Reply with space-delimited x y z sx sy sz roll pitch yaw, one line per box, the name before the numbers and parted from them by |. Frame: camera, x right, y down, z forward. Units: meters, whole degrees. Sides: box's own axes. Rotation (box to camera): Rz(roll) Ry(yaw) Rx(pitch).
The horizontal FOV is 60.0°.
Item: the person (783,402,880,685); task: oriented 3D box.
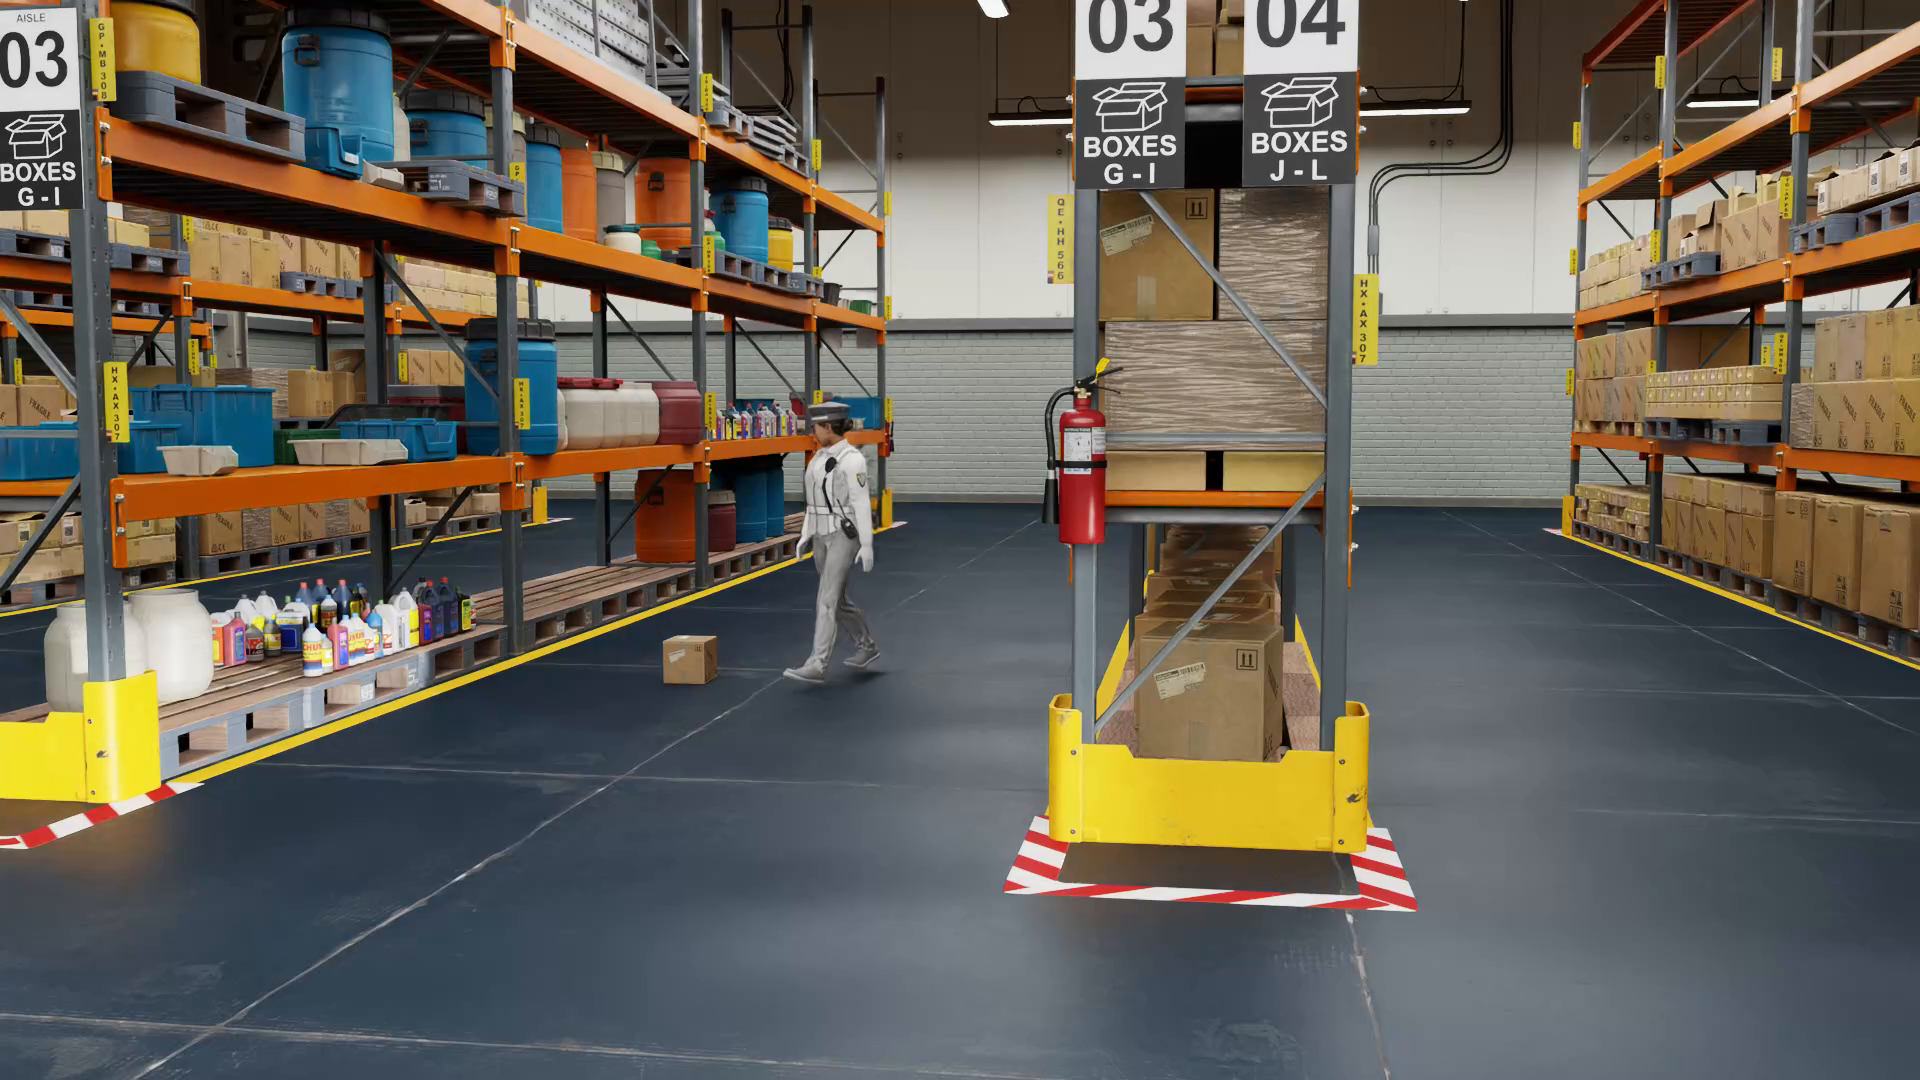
person | -0.766 0.004 9.795 0.868 1.631 0.518 -3 6 -37
